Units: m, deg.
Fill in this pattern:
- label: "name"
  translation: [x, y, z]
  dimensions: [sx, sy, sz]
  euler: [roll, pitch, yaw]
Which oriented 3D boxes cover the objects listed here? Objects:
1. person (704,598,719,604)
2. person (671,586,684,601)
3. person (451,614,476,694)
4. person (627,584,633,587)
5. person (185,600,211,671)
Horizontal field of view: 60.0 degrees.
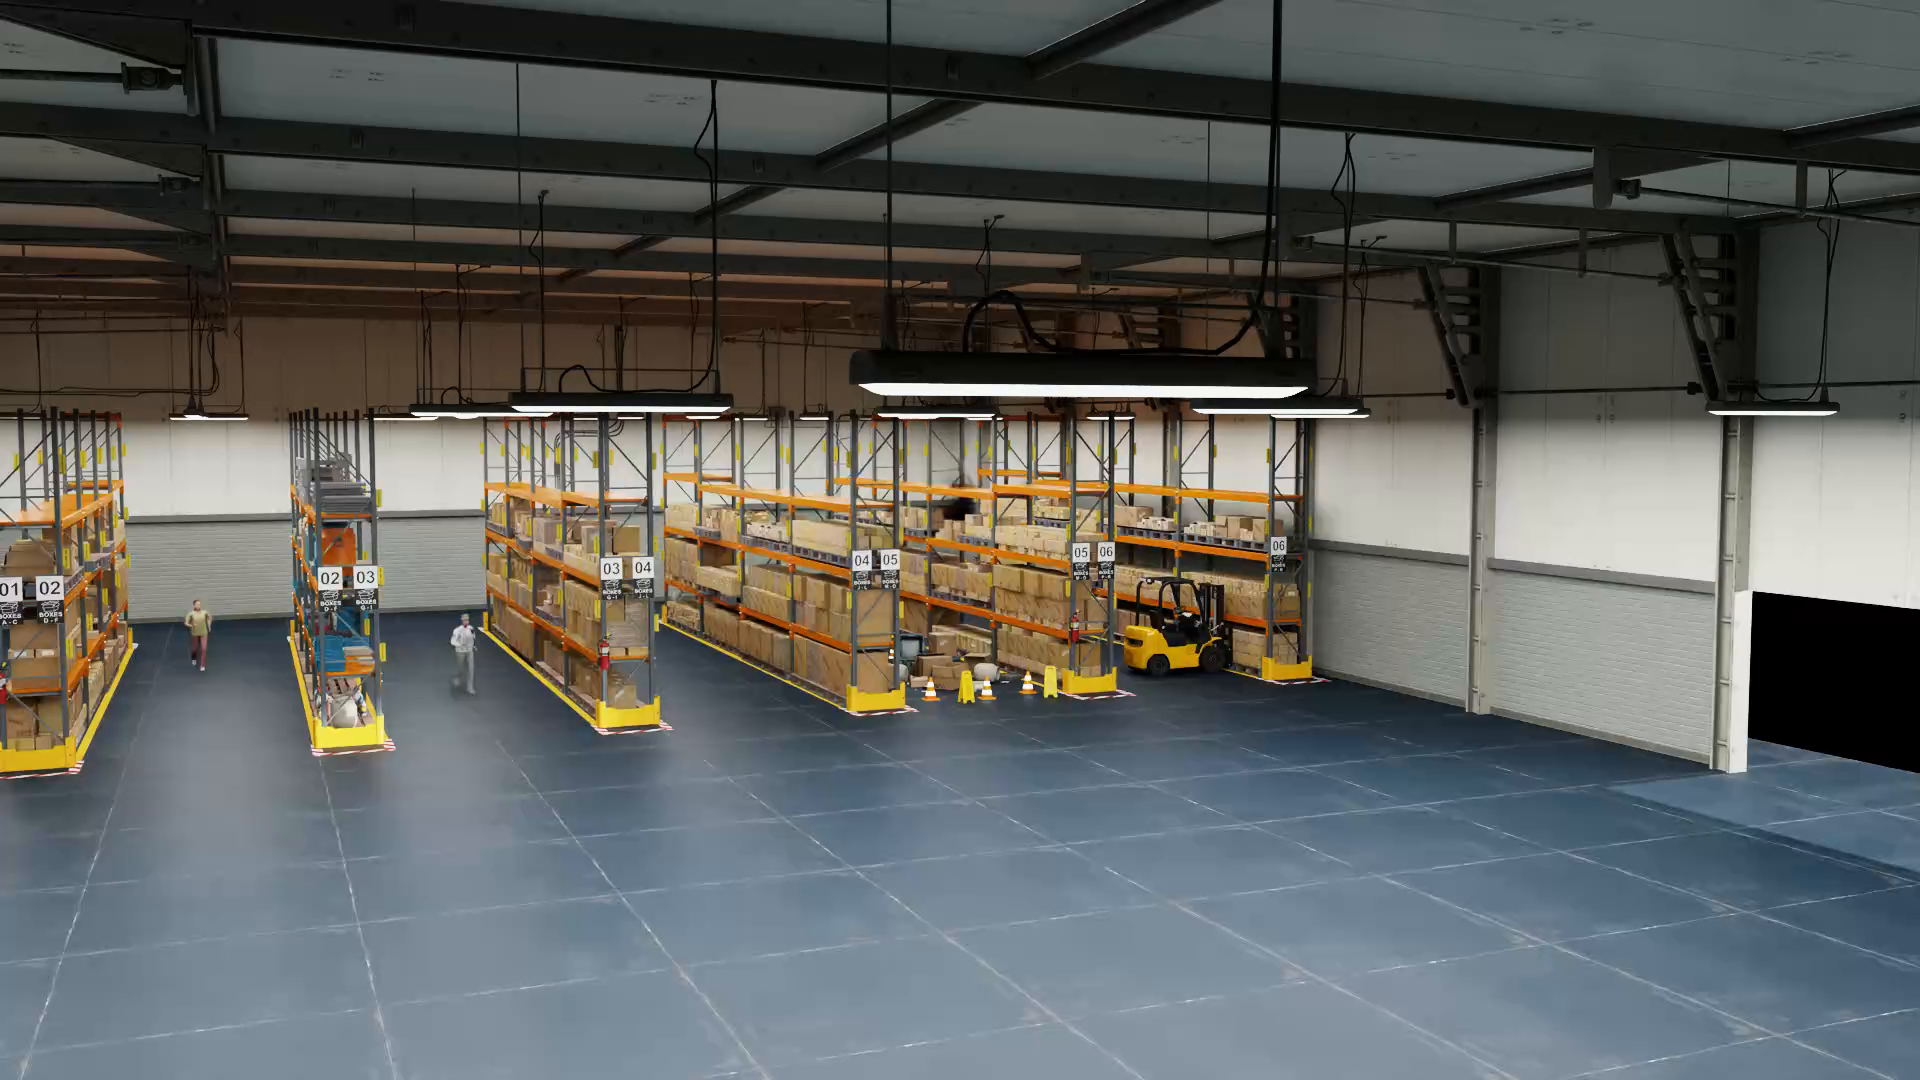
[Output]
- label: "person"
  translation: [-7.528, 1.382, 49.434]
  dimensions: [0.932, 1.747, 0.712]
  euler: [-2, 5, -28]
- label: "person"
  translation: [-8.381, 1.407, 49.214]
  dimensions: [0.680, 1.785, 0.639]
  euler: [-4, 5, -43]
- label: "person"
  translation: [-10.588, 2.398, 35.493]
  dimensions: [0.600, 1.681, 0.892]
  euler: [-3, 5, -38]
- label: "person"
  translation: [-9.532, 1.617, 47.714]
  dimensions: [0.587, 1.571, 0.668]
  euler: [2, 4, 27]
- label: "person"
  translation: [-17.652, 2.197, 38.568]
  dimensions: [0.589, 1.640, 0.867]
  euler: [-2, 5, -31]
